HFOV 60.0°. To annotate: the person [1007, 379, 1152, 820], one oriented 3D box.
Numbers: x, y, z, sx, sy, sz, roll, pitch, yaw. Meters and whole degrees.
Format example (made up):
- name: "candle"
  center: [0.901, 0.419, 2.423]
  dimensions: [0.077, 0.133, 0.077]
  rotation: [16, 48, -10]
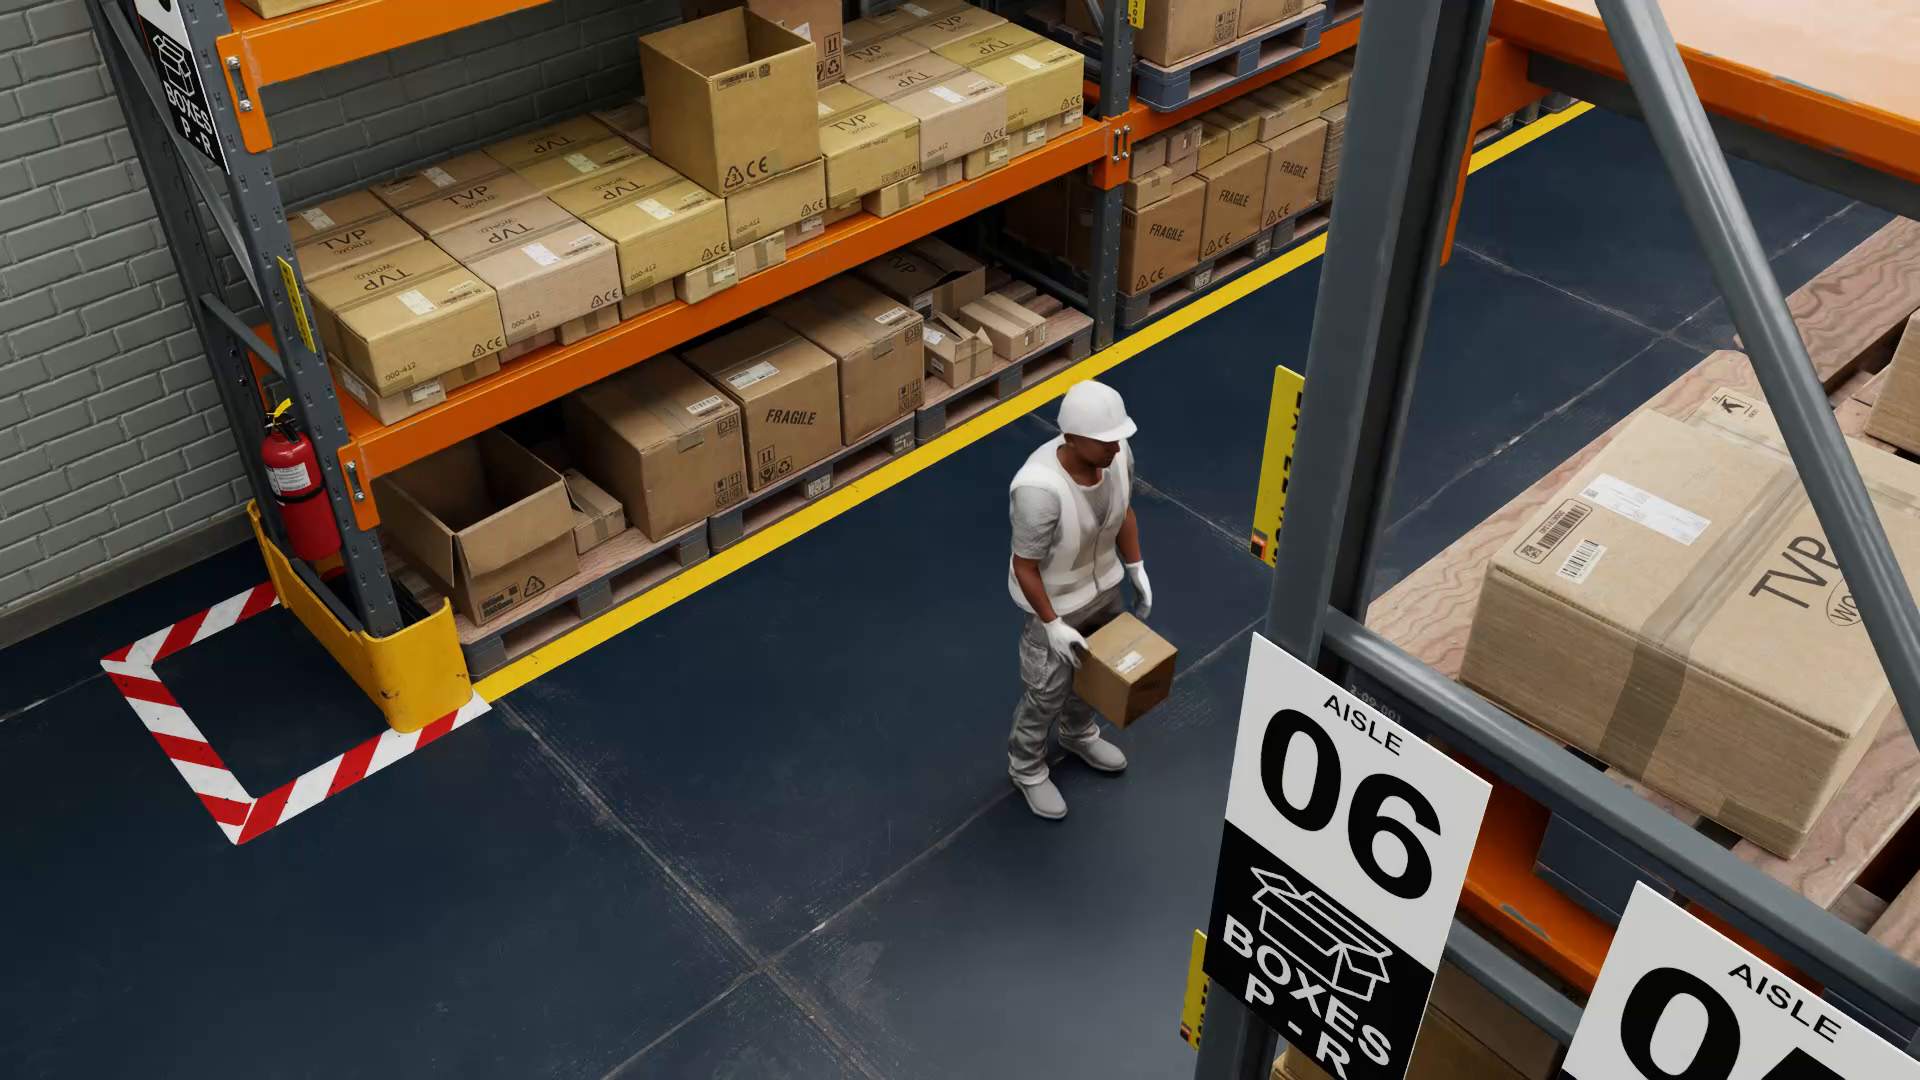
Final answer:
- name: "person"
  center: [0.410, 0.192, 5.907]
  dimensions: [0.565, 1.783, 0.430]
  rotation: [-31, 49, -32]
